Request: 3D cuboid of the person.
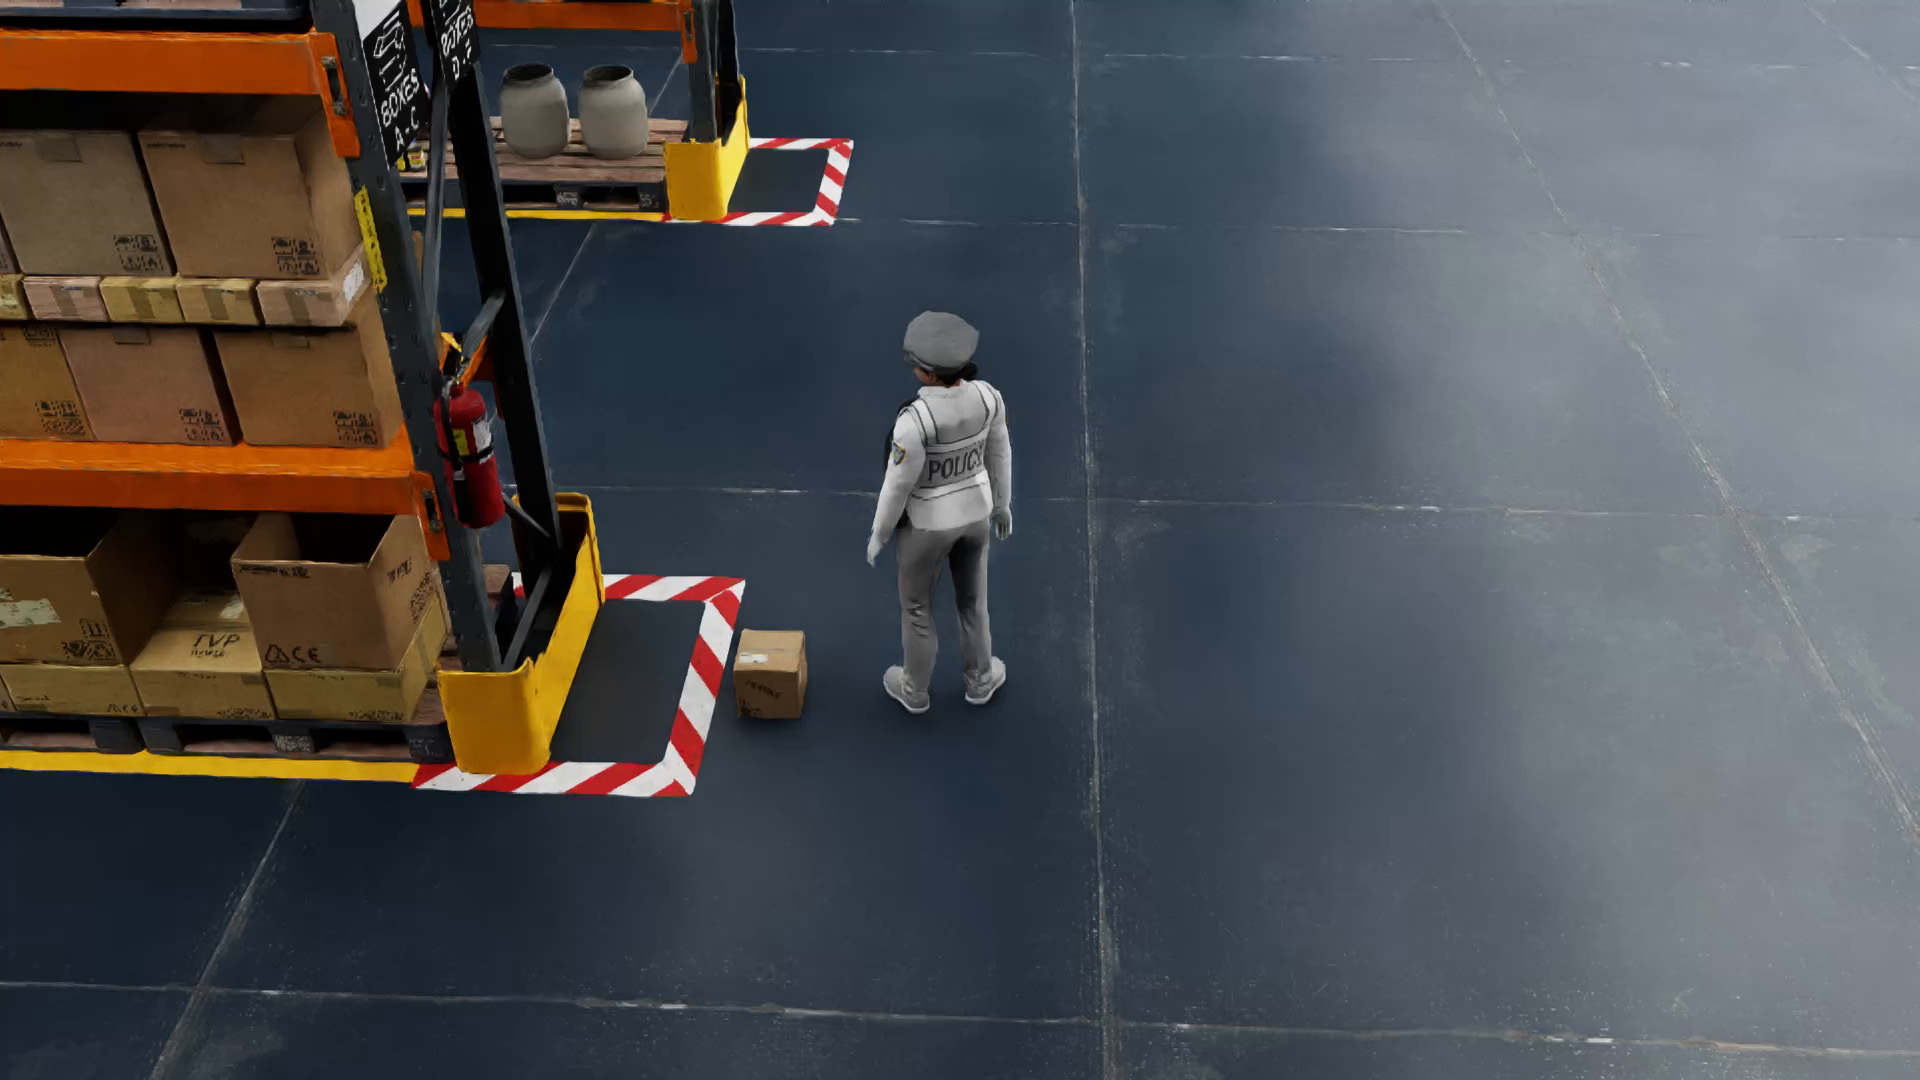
[{"bbox_3d":[-0.075,-0.075,6.204,0.581,1.679,0.359,-19,40,-24],"label":"person"}]
